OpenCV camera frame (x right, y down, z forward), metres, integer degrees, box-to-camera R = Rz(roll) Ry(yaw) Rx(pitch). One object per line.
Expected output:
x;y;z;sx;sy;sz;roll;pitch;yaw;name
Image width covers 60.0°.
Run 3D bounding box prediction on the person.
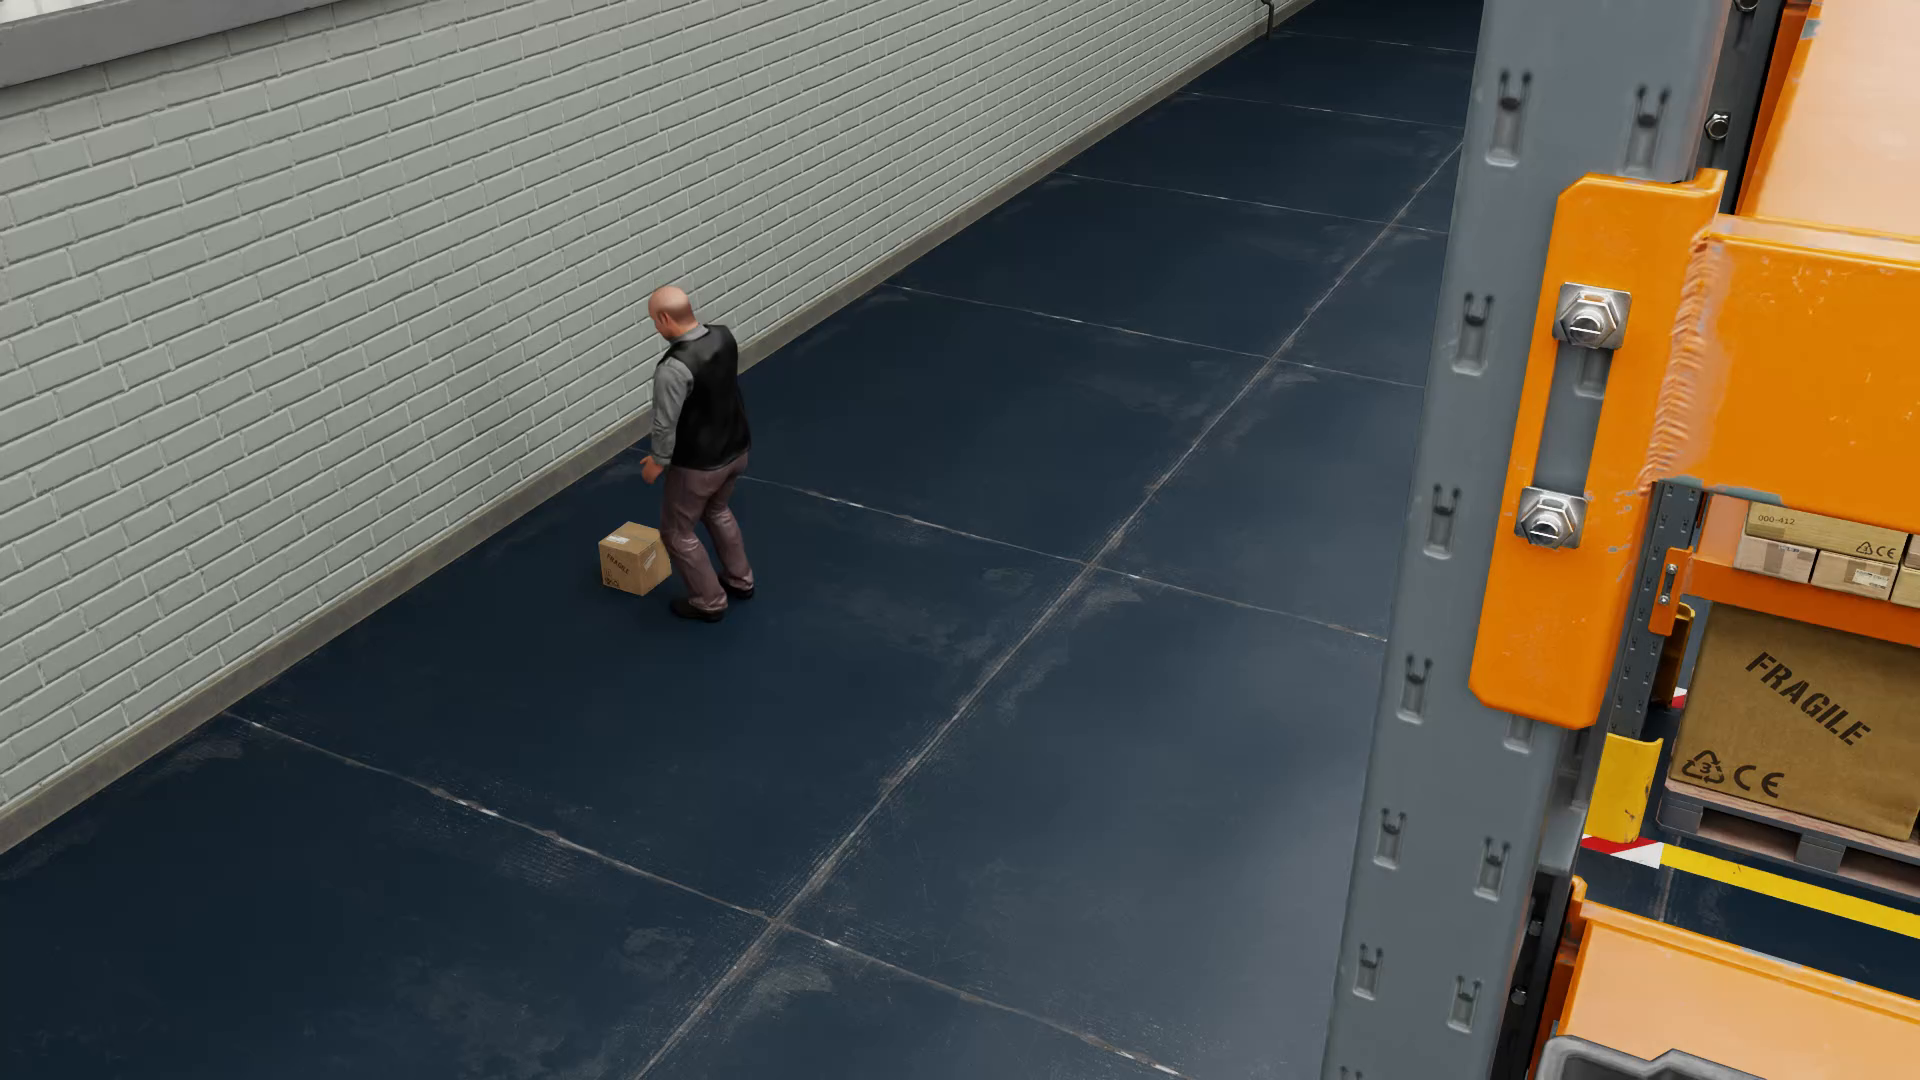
-1.237;-0.393;7.893;0.416;1.679;0.556;15;33;25;person
